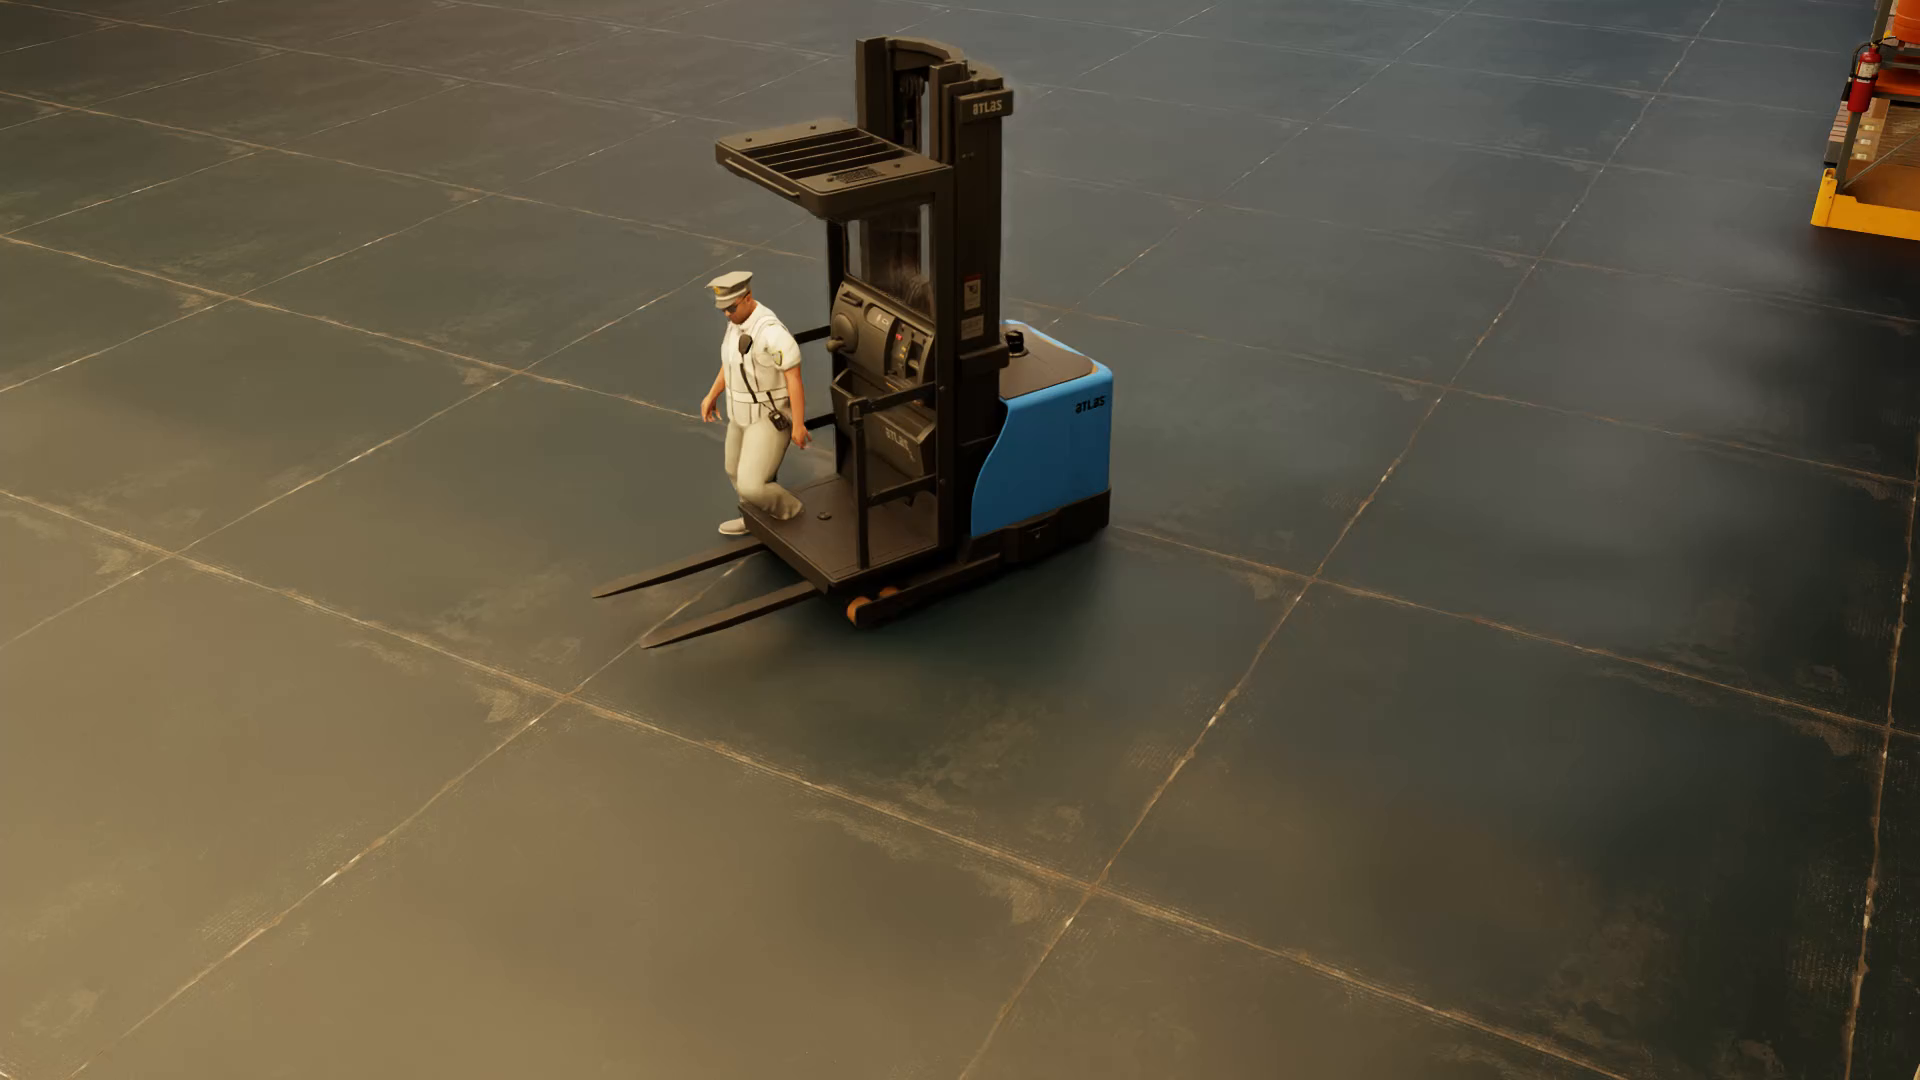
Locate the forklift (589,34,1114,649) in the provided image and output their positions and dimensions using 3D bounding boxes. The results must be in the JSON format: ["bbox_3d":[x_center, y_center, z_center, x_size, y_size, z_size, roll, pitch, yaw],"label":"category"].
[{"bbox_3d":[-0.595,-1.088,8.957,3.031,2.935,1.130,-19,35,-30],"label":"forklift"}]

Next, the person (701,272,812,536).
[{"bbox_3d":[-1.194,-0.685,9.478,0.513,1.717,0.864,-20,36,-31],"label":"person"}]
